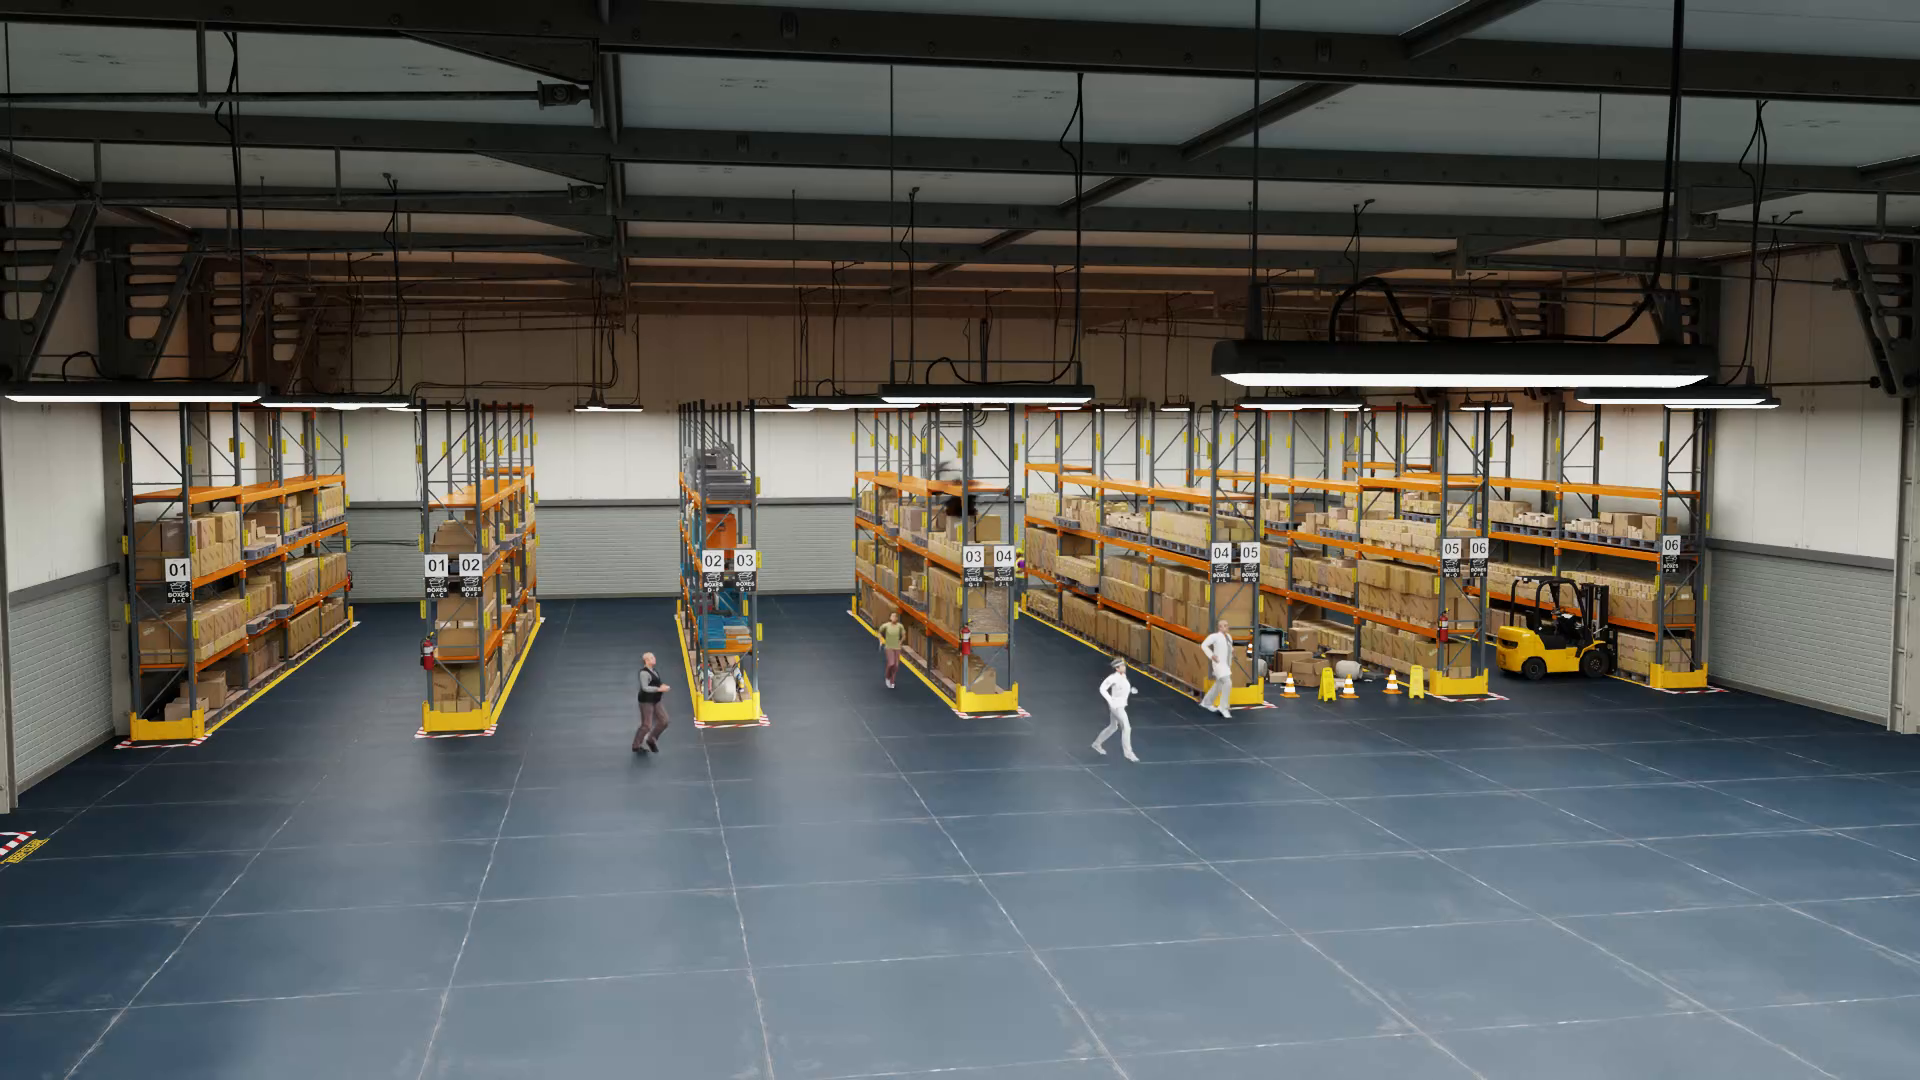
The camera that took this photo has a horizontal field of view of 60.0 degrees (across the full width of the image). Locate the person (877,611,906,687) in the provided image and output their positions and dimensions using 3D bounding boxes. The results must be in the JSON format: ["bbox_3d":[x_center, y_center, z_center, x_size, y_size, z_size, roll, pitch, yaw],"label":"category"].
[{"bbox_3d":[-1.400,2.278,34.653,0.551,1.626,0.688,-1,5,-18],"label":"person"}]

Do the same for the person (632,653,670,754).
[{"bbox_3d":[-5.184,2.759,27.947,0.704,1.748,0.656,1,4,14],"label":"person"}]

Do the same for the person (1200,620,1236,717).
[{"bbox_3d":[4.969,2.454,31.788,0.734,1.861,0.733,4,6,41],"label":"person"}]

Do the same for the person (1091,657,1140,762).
[{"bbox_3d":[2.608,2.795,27.616,0.834,1.732,0.592,2,5,21],"label":"person"}]

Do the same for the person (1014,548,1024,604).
[{"bbox_3d":[1.735,1.127,49.595,0.693,1.799,0.690,-3,5,-33],"label":"person"}]
